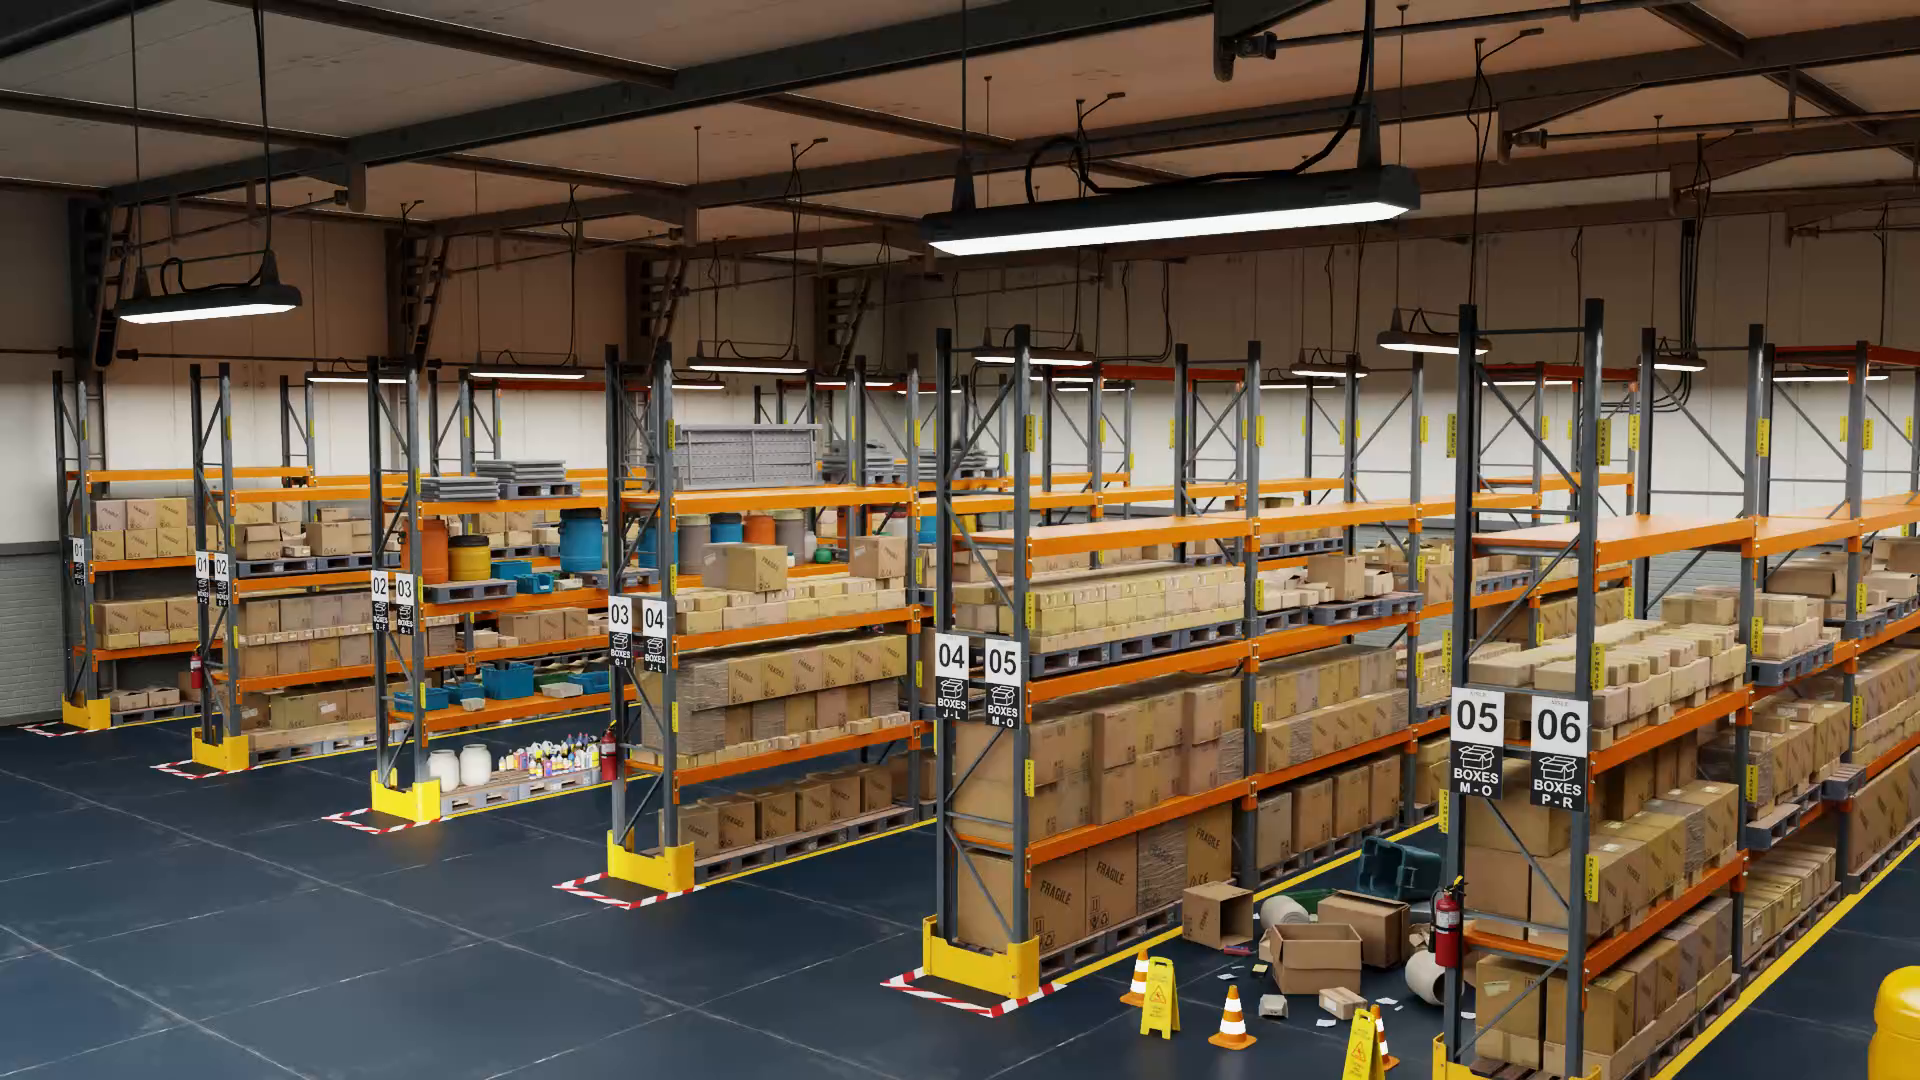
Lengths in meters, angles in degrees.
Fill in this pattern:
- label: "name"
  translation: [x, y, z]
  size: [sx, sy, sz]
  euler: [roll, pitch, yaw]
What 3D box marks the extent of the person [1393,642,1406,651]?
- label: "person"
  translation: [6.816, 2.446, 25.711]
  size: [0.761, 1.763, 0.706]
  euler: [-4, 6, -44]
